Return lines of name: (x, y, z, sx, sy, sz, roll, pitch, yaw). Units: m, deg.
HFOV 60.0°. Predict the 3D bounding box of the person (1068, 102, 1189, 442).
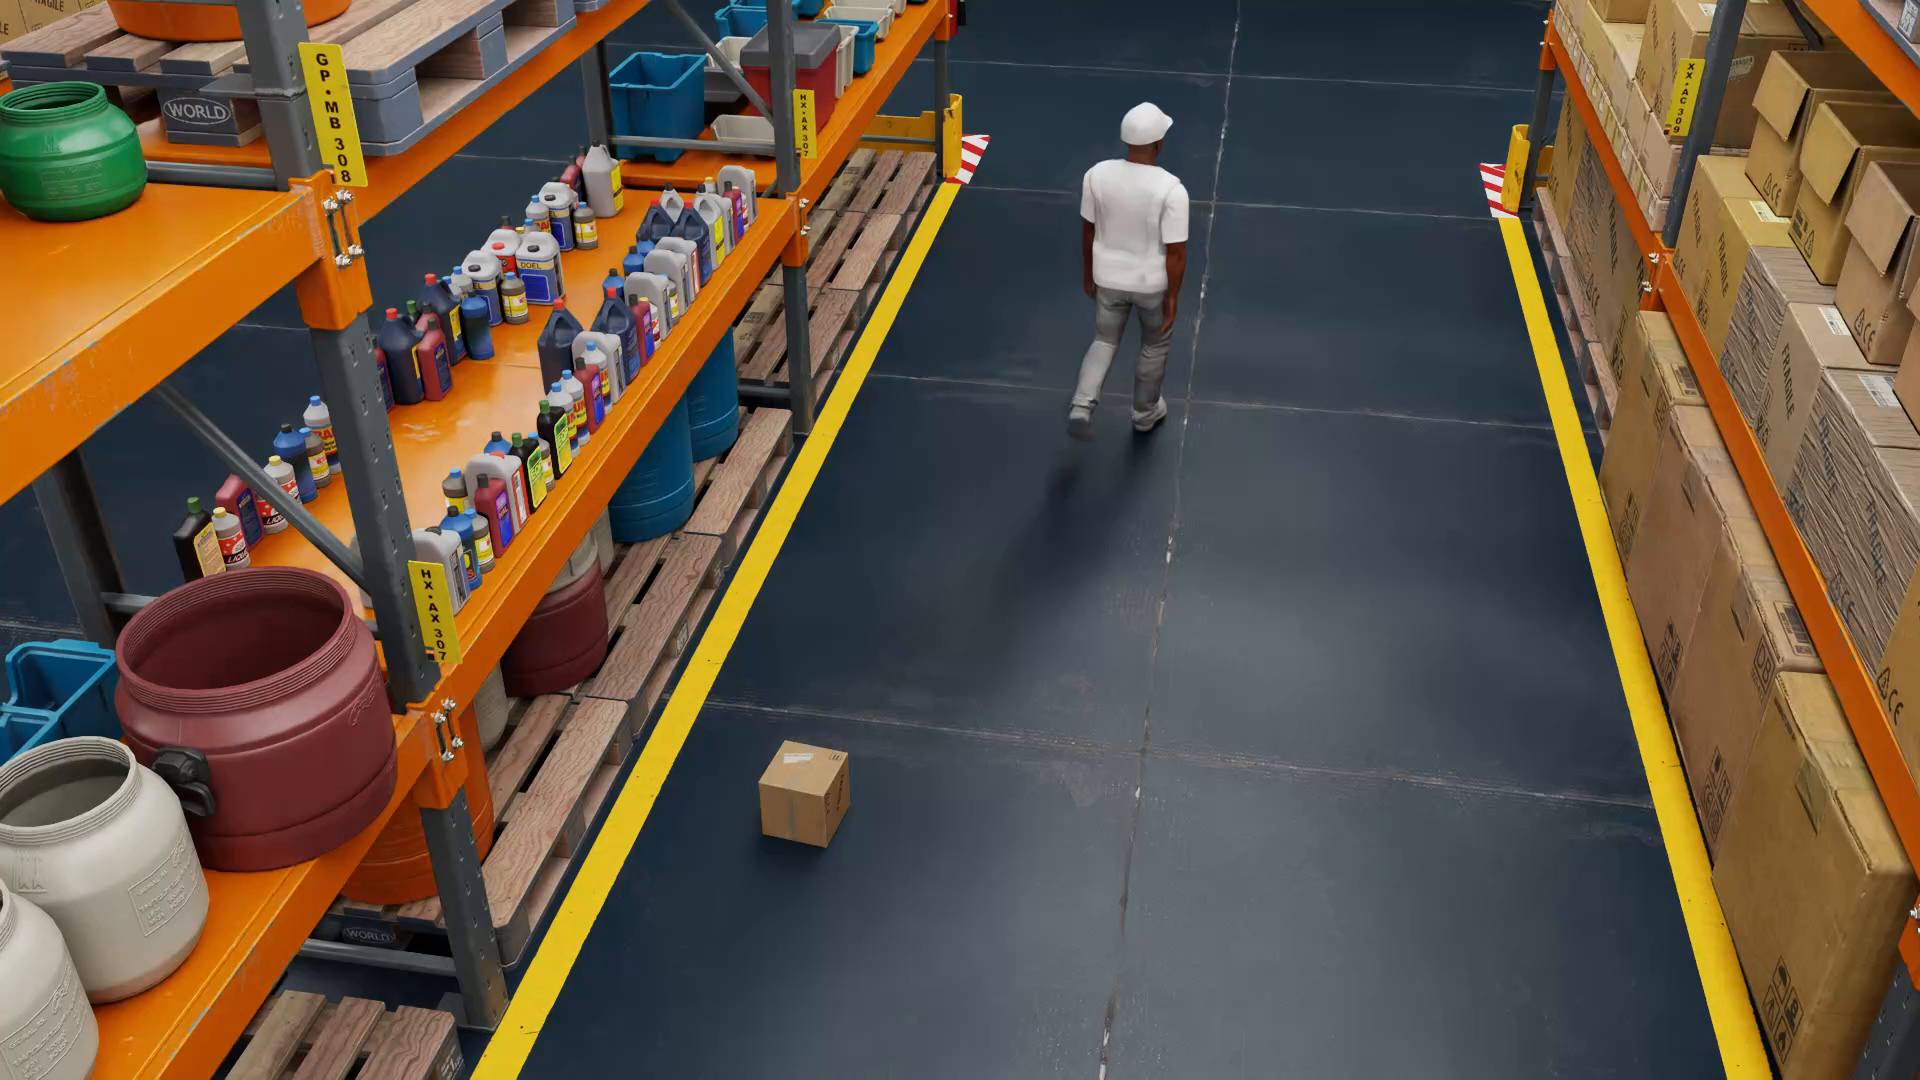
person: (0.832, -1.264, 8.095, 0.569, 1.744, 0.812, 14, 35, 21)
